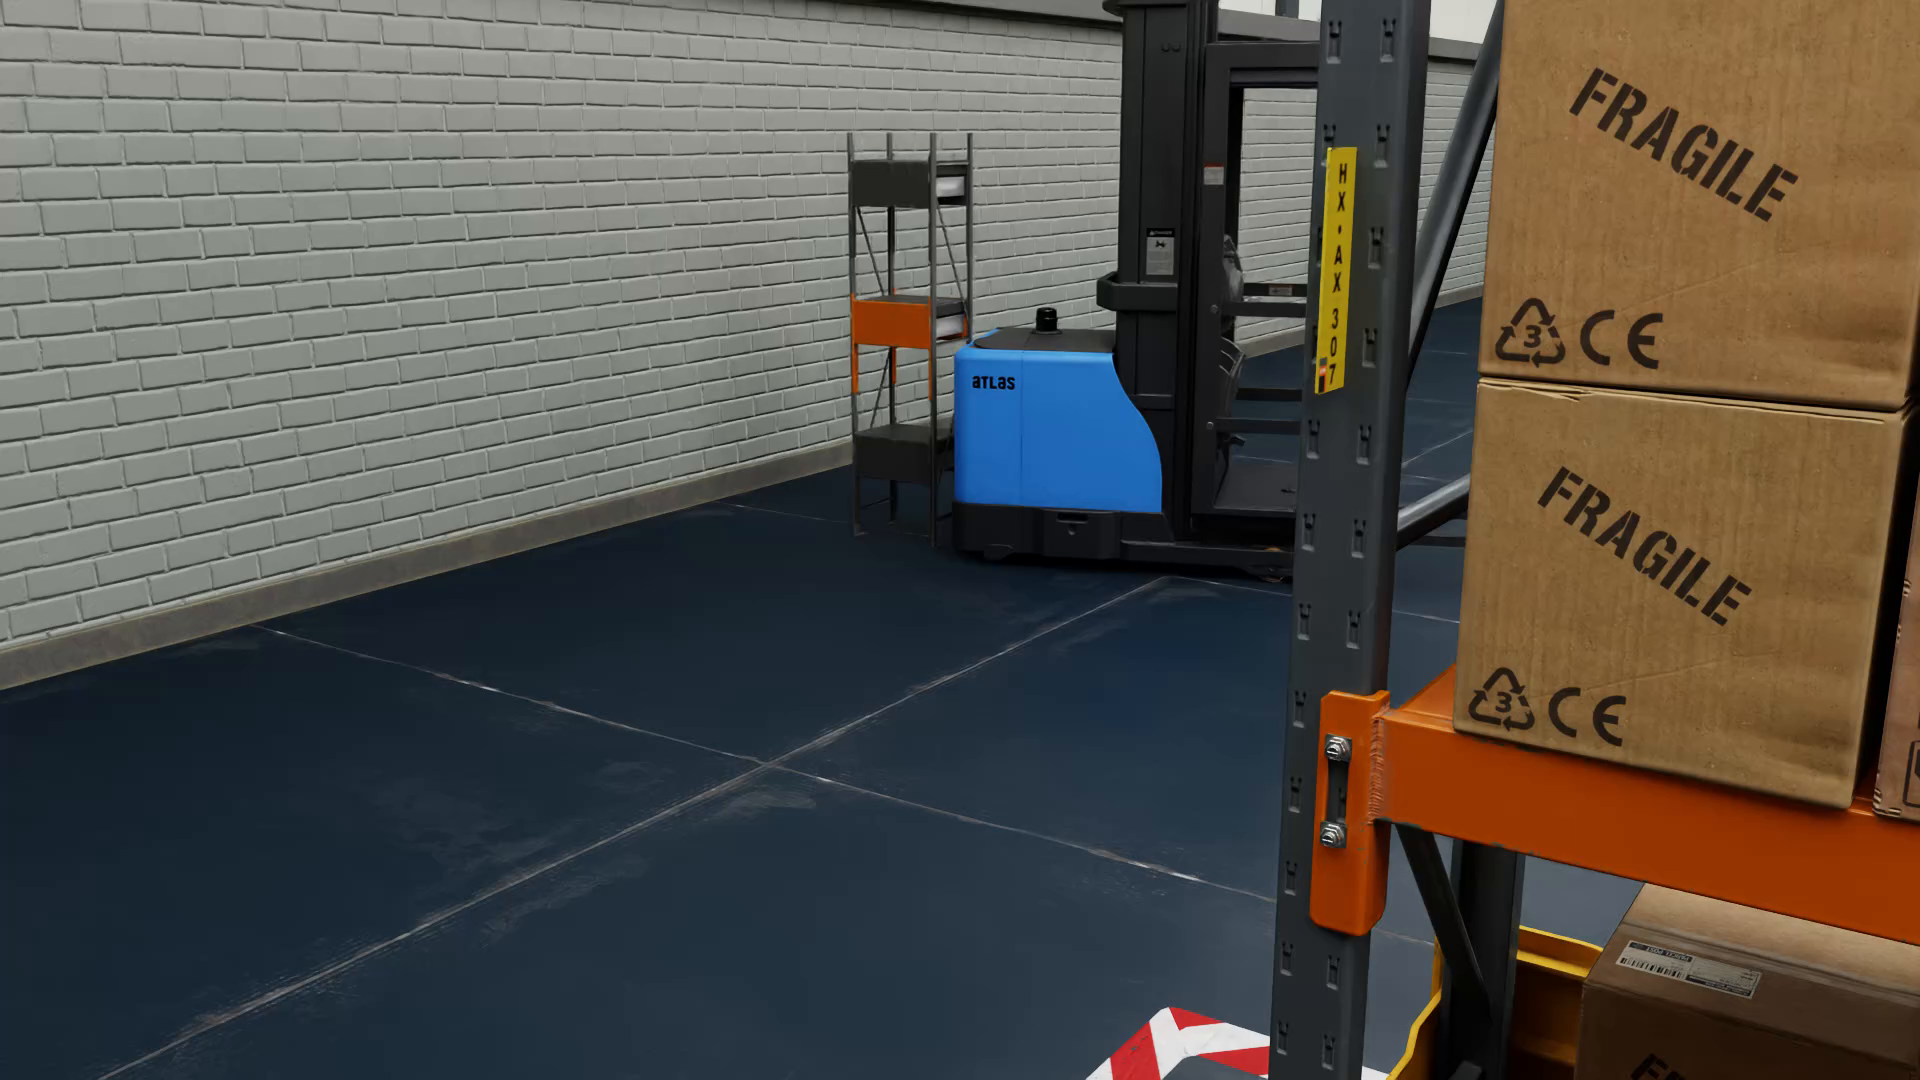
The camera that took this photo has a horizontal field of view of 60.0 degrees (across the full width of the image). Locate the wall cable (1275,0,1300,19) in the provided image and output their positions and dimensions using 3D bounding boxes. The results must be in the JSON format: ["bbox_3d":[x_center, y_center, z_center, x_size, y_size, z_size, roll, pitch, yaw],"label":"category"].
[{"bbox_3d":[3.576,-7.946,15.500,0.120,5.999,2.277,9,17,33],"label":"wall cable"}]

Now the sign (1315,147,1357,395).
[{"bbox_3d":[0.510,-0.364,2.250,0.005,0.325,0.100,9,17,33],"label":"sign"}]

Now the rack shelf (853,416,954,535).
[{"bbox_3d":[-0.251,-0.351,8.841,0.480,0.518,0.431,8,16,30],"label":"rack shelf"}]

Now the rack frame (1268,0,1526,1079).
[{"bbox_3d":[0.811,-0.051,2.788,0.053,2.616,0.949,9,17,33],"label":"rack frame"}]

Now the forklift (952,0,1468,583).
[{"bbox_3d":[1.530,-1.348,8.169,3.031,2.935,1.130,3,14,12],"label":"forklift"}]

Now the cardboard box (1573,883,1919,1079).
[{"bbox_3d":[1.401,0.972,2.942,0.500,0.500,0.500,9,17,33],"label":"cardboard box"}]

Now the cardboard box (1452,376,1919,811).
[{"bbox_3d":[1.033,0.012,2.326,0.500,0.500,0.500,10,17,34],"label":"cardboard box"}]

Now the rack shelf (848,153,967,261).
[{"bbox_3d":[-0.251,-1.710,8.505,0.480,0.518,0.431,8,16,30],"label":"rack shelf"}]

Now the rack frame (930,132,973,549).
[{"bbox_3d":[-0.041,-1.014,8.549,0.015,2.100,0.400,8,16,30],"label":"rack frame"}]

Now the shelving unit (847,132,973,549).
[{"bbox_3d":[-0.251,-1.044,8.670,0.503,2.100,0.431,8,16,30],"label":"shelving unit"}]

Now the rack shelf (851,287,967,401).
[{"bbox_3d":[-0.251,-1.030,8.673,0.480,0.518,0.431,8,16,30],"label":"rack shelf"}]

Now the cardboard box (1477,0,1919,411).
[{"bbox_3d":[1.033,-0.474,2.206,0.500,0.500,0.500,10,17,34],"label":"cardboard box"}]

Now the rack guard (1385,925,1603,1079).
[{"bbox_3d":[0.875,1.172,3.050,0.348,0.500,1.175,9,17,33],"label":"rack guard"}]

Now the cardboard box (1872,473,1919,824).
[{"bbox_3d":[1.465,0.080,2.051,0.500,0.500,0.500,9,17,32],"label":"cardboard box"}]

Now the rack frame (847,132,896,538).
[{"bbox_3d":[-0.461,-1.074,8.790,0.015,2.100,0.400,8,16,30],"label":"rack frame"}]

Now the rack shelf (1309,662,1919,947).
[{"bbox_3d":[2.472,0.565,1.794,4.000,0.370,1.077,9,17,33],"label":"rack shelf"}]
